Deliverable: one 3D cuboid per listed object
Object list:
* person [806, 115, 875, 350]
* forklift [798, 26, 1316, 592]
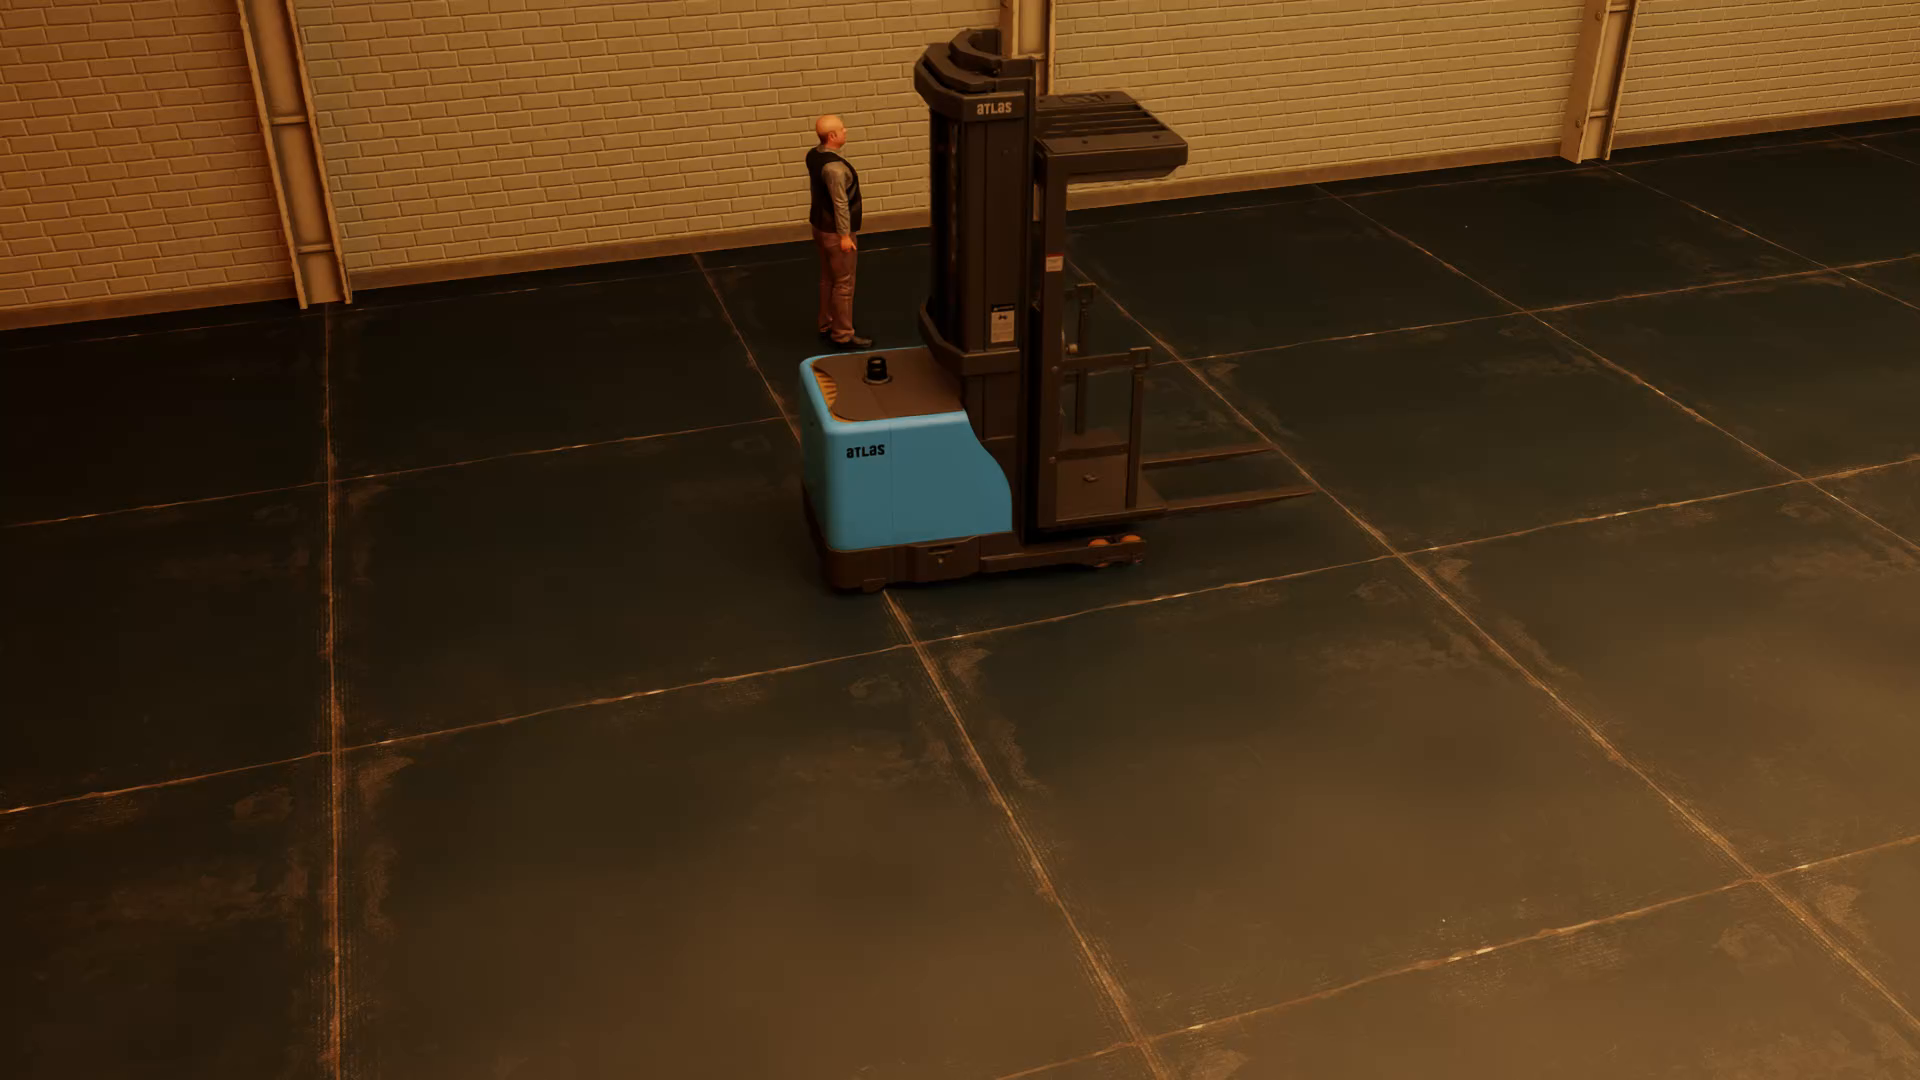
[{"bbox_3d":[-0.905,-2.280,12.264,0.368,1.725,0.526,-14,33,-22],"label":"person"},{"bbox_3d":[0.614,-1.356,9.443,3.031,2.935,1.130,-7,31,-12],"label":"forklift"}]
